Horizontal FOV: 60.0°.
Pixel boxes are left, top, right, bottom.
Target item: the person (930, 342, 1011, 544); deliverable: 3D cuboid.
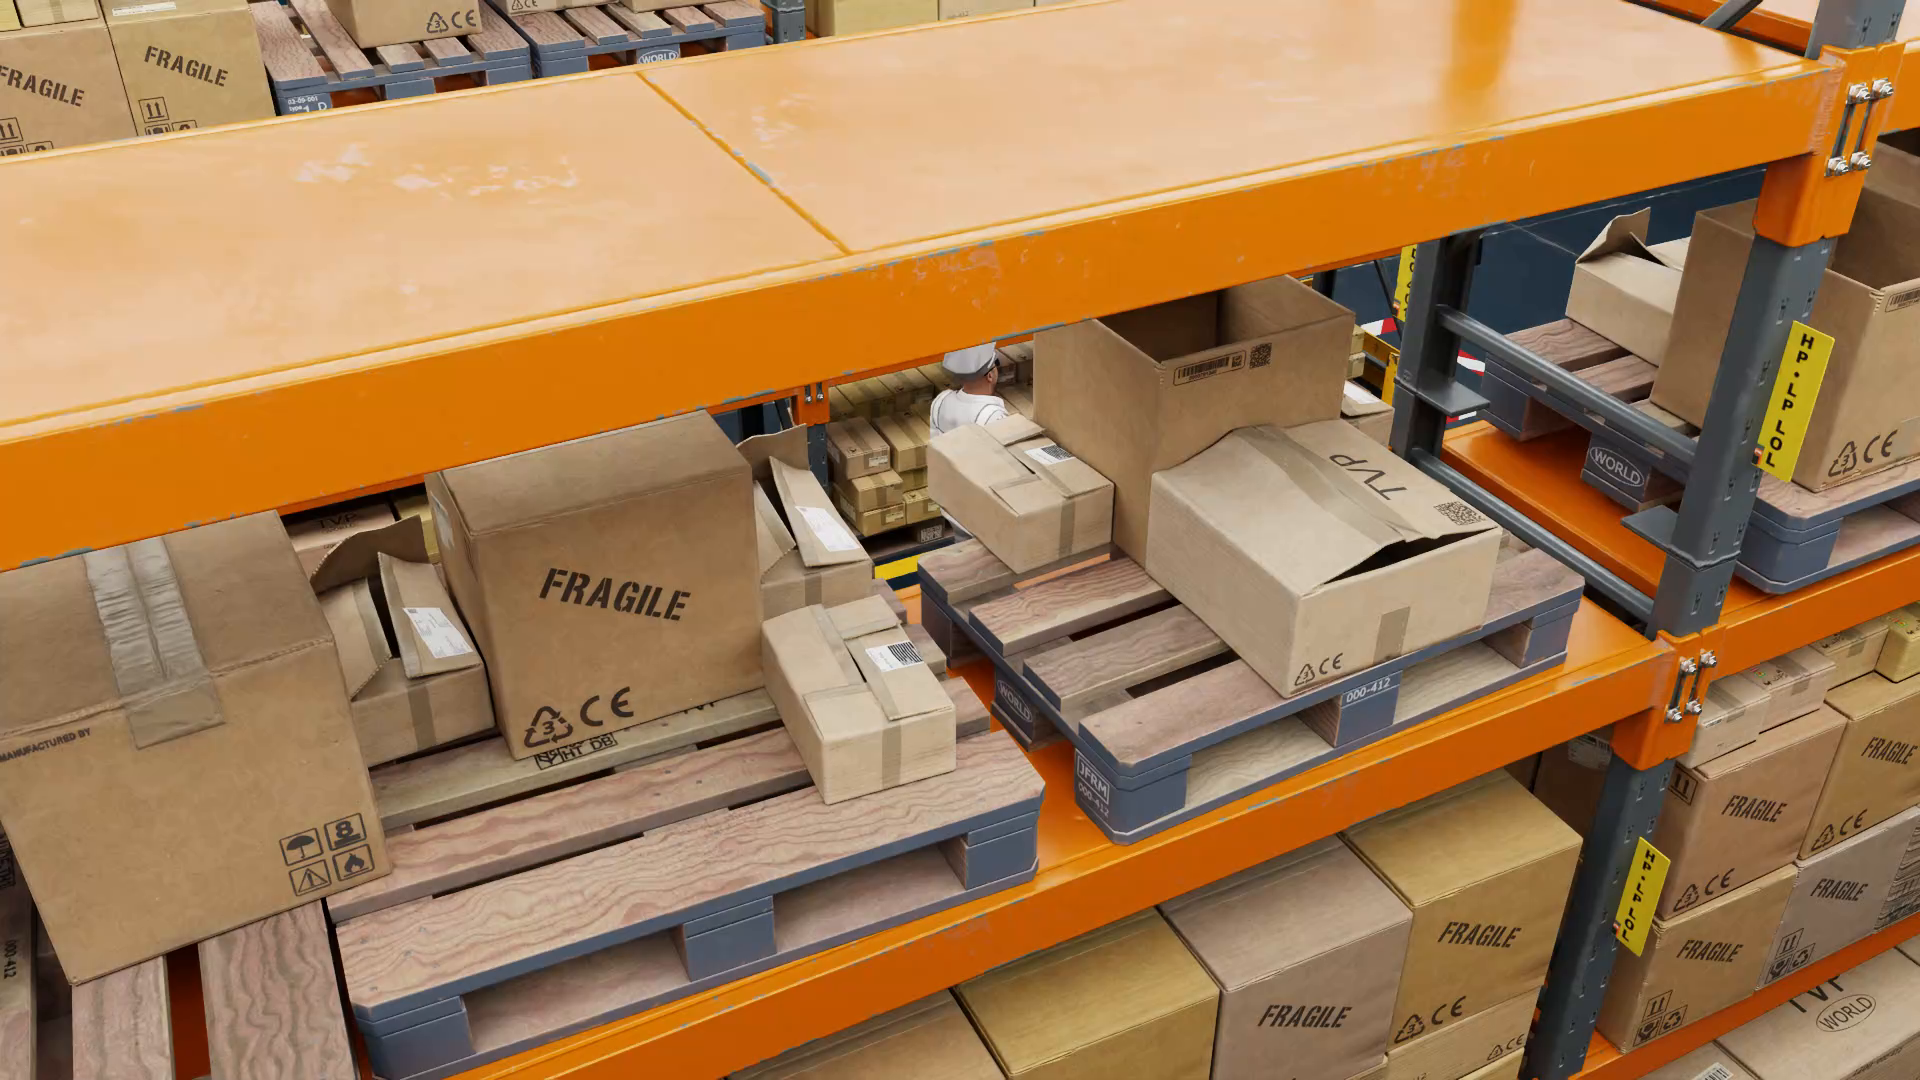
[{"bbox_3d":[0.199,-0.174,7.833,0.573,1.781,0.641,-25,41,-34],"label":"person"}]
